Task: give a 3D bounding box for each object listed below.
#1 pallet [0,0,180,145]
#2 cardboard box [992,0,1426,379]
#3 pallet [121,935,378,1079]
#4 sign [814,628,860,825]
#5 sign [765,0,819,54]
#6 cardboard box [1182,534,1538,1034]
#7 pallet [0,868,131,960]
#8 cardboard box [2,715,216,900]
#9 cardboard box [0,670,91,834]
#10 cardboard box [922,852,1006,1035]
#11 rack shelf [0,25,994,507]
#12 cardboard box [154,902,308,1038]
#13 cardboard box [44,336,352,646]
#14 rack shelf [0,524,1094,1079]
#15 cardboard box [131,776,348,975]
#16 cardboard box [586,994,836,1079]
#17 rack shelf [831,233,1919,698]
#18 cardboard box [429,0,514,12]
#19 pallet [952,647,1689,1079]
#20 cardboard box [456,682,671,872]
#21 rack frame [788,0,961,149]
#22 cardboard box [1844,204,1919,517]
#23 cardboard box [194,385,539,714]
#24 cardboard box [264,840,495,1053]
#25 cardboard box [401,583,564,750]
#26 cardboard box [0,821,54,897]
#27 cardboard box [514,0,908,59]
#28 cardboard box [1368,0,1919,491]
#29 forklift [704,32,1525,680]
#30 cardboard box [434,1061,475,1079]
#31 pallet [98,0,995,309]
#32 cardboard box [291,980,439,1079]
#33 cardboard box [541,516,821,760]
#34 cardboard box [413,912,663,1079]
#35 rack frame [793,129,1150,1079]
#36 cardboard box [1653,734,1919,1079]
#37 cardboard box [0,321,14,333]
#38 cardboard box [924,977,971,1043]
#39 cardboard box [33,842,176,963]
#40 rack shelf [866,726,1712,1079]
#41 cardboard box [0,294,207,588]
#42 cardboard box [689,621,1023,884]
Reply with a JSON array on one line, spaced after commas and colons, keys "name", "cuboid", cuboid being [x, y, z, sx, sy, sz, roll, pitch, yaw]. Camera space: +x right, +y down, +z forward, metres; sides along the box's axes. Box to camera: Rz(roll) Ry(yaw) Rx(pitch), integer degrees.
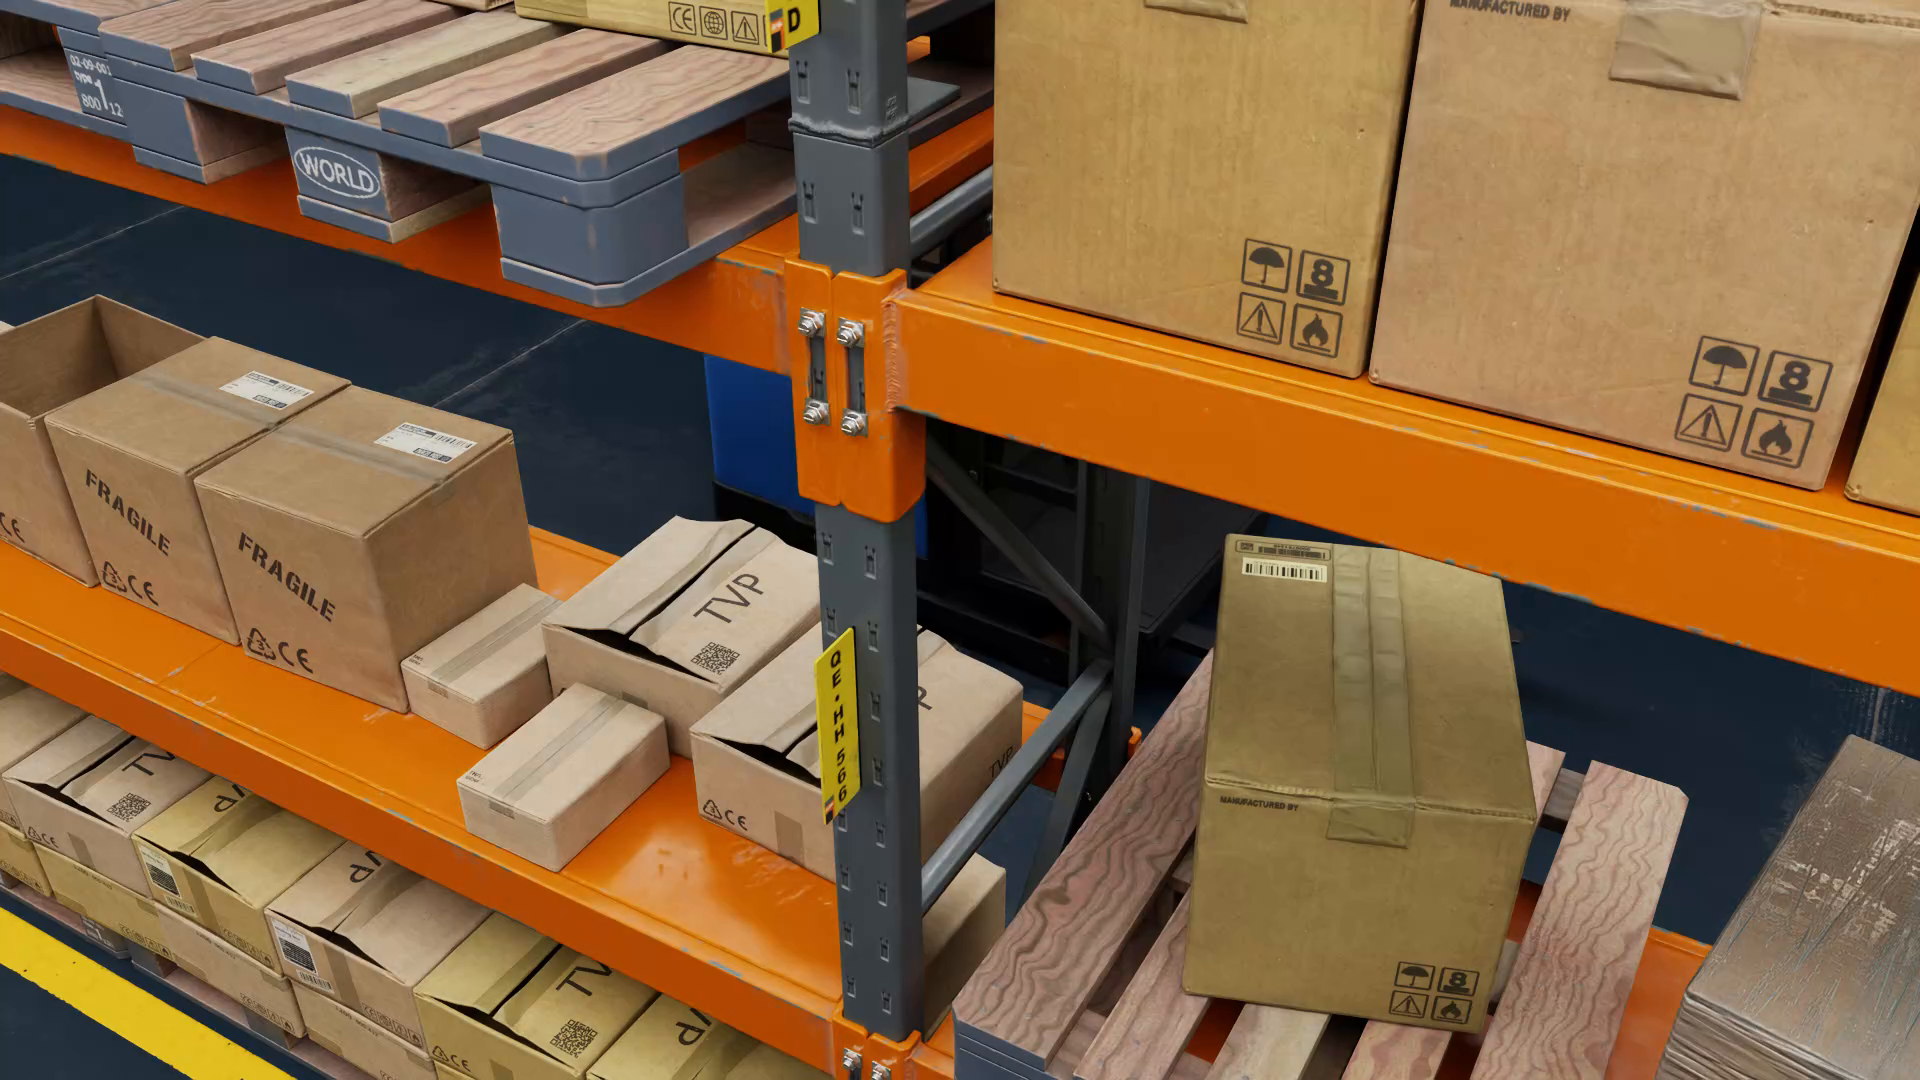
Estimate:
[{"name": "pallet", "cuboid": [-1.521, -1.115, 3.182, 1.213, 0.211, 1.003, 19, 38, 27]}, {"name": "cardboard box", "cuboid": [0.480, -0.682, 2.271, 0.500, 0.500, 0.910, 18, 37, 24]}, {"name": "pallet", "cuboid": [-1.666, 1.084, 4.932, 1.213, 0.211, 1.003, 18, 37, 24]}, {"name": "sign", "cuboid": [-0.188, 0.291, 2.563, 0.005, 0.325, 0.100, 18, 37, 24]}, {"name": "sign", "cuboid": [-0.198, -0.727, 1.892, 0.005, 0.325, 0.100, 18, 37, 24]}, {"name": "cardboard box", "cuboid": [0.687, 0.407, 2.963, 0.500, 0.500, 0.700, 6, 34, 9]}, {"name": "pallet", "cuboid": [-2.729, 0.749, 5.435, 1.213, 0.211, 1.003, 18, 37, 24]}, {"name": "cardboard box", "cuboid": [-2.271, 0.656, 4.654, 0.500, 0.311, 0.500, 16, 37, 23]}, {"name": "cardboard box", "cuboid": [-2.721, 0.515, 4.867, 0.500, 0.311, 0.500, 17, 37, 24]}, {"name": "cardboard box", "cuboid": [-0.224, 0.955, 4.205, 0.500, 0.311, 0.500, 19, 38, 26]}, {"name": "rack shelf", "cuboid": [-1.652, -0.995, 3.480, 4.000, 0.370, 1.077, 18, 37, 24]}, {"name": "cardboard box", "cuboid": [-1.825, 1.027, 4.603, 0.500, 0.250, 0.500, 18, 38, 25]}, {"name": "cardboard box", "cuboid": [-1.837, -0.135, 4.157, 0.500, 0.500, 0.500, 18, 38, 24]}, {"name": "rack shelf", "cuboid": [-1.652, 0.254, 4.311, 4.000, 0.370, 1.077, 18, 37, 24]}, {"name": "cardboard box", "cuboid": [-1.817, 0.796, 4.444, 0.500, 0.311, 0.500, 19, 38, 26]}, {"name": "cardboard box", "cuboid": [-0.492, 1.215, 3.815, 0.500, 0.311, 0.500, 19, 38, 26]}, {"name": "rack shelf", "cuboid": [1.821, 0.106, 1.828, 4.000, 0.370, 1.077, 18, 37, 24]}, {"name": "cardboard box", "cuboid": [-0.801, -1.089, 2.730, 0.500, 0.250, 0.500, 19, 38, 26]}, {"name": "pallet", "cuboid": [0.708, 0.737, 3.110, 1.003, 0.211, 1.213, 18, 37, 24]}, {"name": "cardboard box", "cuboid": [-0.833, 0.495, 3.527, 0.250, 0.149, 0.380, 18, 37, 24]}, {"name": "rack frame", "cuboid": [0.085, -1.992, 1.623, 0.127, 3.000, 1.000, 18, 37, 24]}, {"name": "cardboard box", "cuboid": [1.375, -0.399, 1.846, 0.500, 0.500, 0.910, 18, 37, 24]}, {"name": "cardboard box", "cuboid": [-1.380, 0.009, 3.939, 0.500, 0.500, 0.500, 16, 37, 22]}, {"name": "cardboard box", "cuboid": [-1.383, 0.935, 4.235, 0.500, 0.311, 0.500, 17, 37, 24]}, {"name": "cardboard box", "cuboid": [-1.050, 0.286, 3.842, 0.250, 0.149, 0.380, 21, 39, 28]}, {"name": "cardboard box", "cuboid": [-2.718, 0.746, 5.026, 0.500, 0.250, 0.500, 19, 38, 26]}, {"name": "cardboard box", "cuboid": [-0.337, -0.954, 2.526, 0.500, 0.250, 0.500, 15, 36, 21]}, {"name": "cardboard box", "cuboid": [0.923, -0.542, 2.060, 0.500, 0.500, 0.910, 18, 37, 24]}, {"name": "forklift", "cuboid": [0.533, -0.999, 5.605, 3.031, 2.935, 1.130, 20, 38, 27]}, {"name": "cardboard box", "cuboid": [-0.942, 1.307, 4.183, 0.500, 0.250, 0.500, 17, 37, 24]}, {"name": "pallet", "cuboid": [-0.549, -0.809, 2.723, 1.003, 0.211, 1.213, 19, 38, 27]}, {"name": "cardboard box", "cuboid": [-1.377, 1.167, 4.393, 0.500, 0.250, 0.500, 18, 38, 25]}, {"name": "cardboard box", "cuboid": [-0.596, 0.203, 3.820, 0.500, 0.311, 0.500, 17, 37, 24]}, {"name": "cardboard box", "cuboid": [-0.947, 1.076, 4.025, 0.500, 0.311, 0.500, 17, 37, 24]}, {"name": "rack frame", "cuboid": [0.085, 0.505, 3.286, 0.127, 3.000, 1.000, 18, 37, 24]}, {"name": "cardboard box", "cuboid": [1.387, 0.751, 2.448, 0.500, 0.500, 0.700, 25, 41, 33]}, {"name": "cardboard box", "cuboid": [-2.939, -0.419, 4.808, 0.500, 0.250, 0.500, 20, 39, 27]}, {"name": "cardboard box", "cuboid": [-0.224, 1.189, 4.360, 0.500, 0.250, 0.500, 17, 37, 24]}, {"name": "cardboard box", "cuboid": [-2.267, 0.887, 4.814, 0.500, 0.250, 0.500, 16, 37, 23]}, {"name": "rack shelf", "cuboid": [1.821, 1.354, 2.659, 4.000, 0.370, 1.077, 18, 37, 24]}, {"name": "cardboard box", "cuboid": [-2.272, -0.273, 4.364, 0.500, 0.500, 0.500, 20, 39, 28]}, {"name": "cardboard box", "cuboid": [-0.209, 0.421, 3.492, 0.500, 0.311, 0.500, 20, 39, 27]}]
